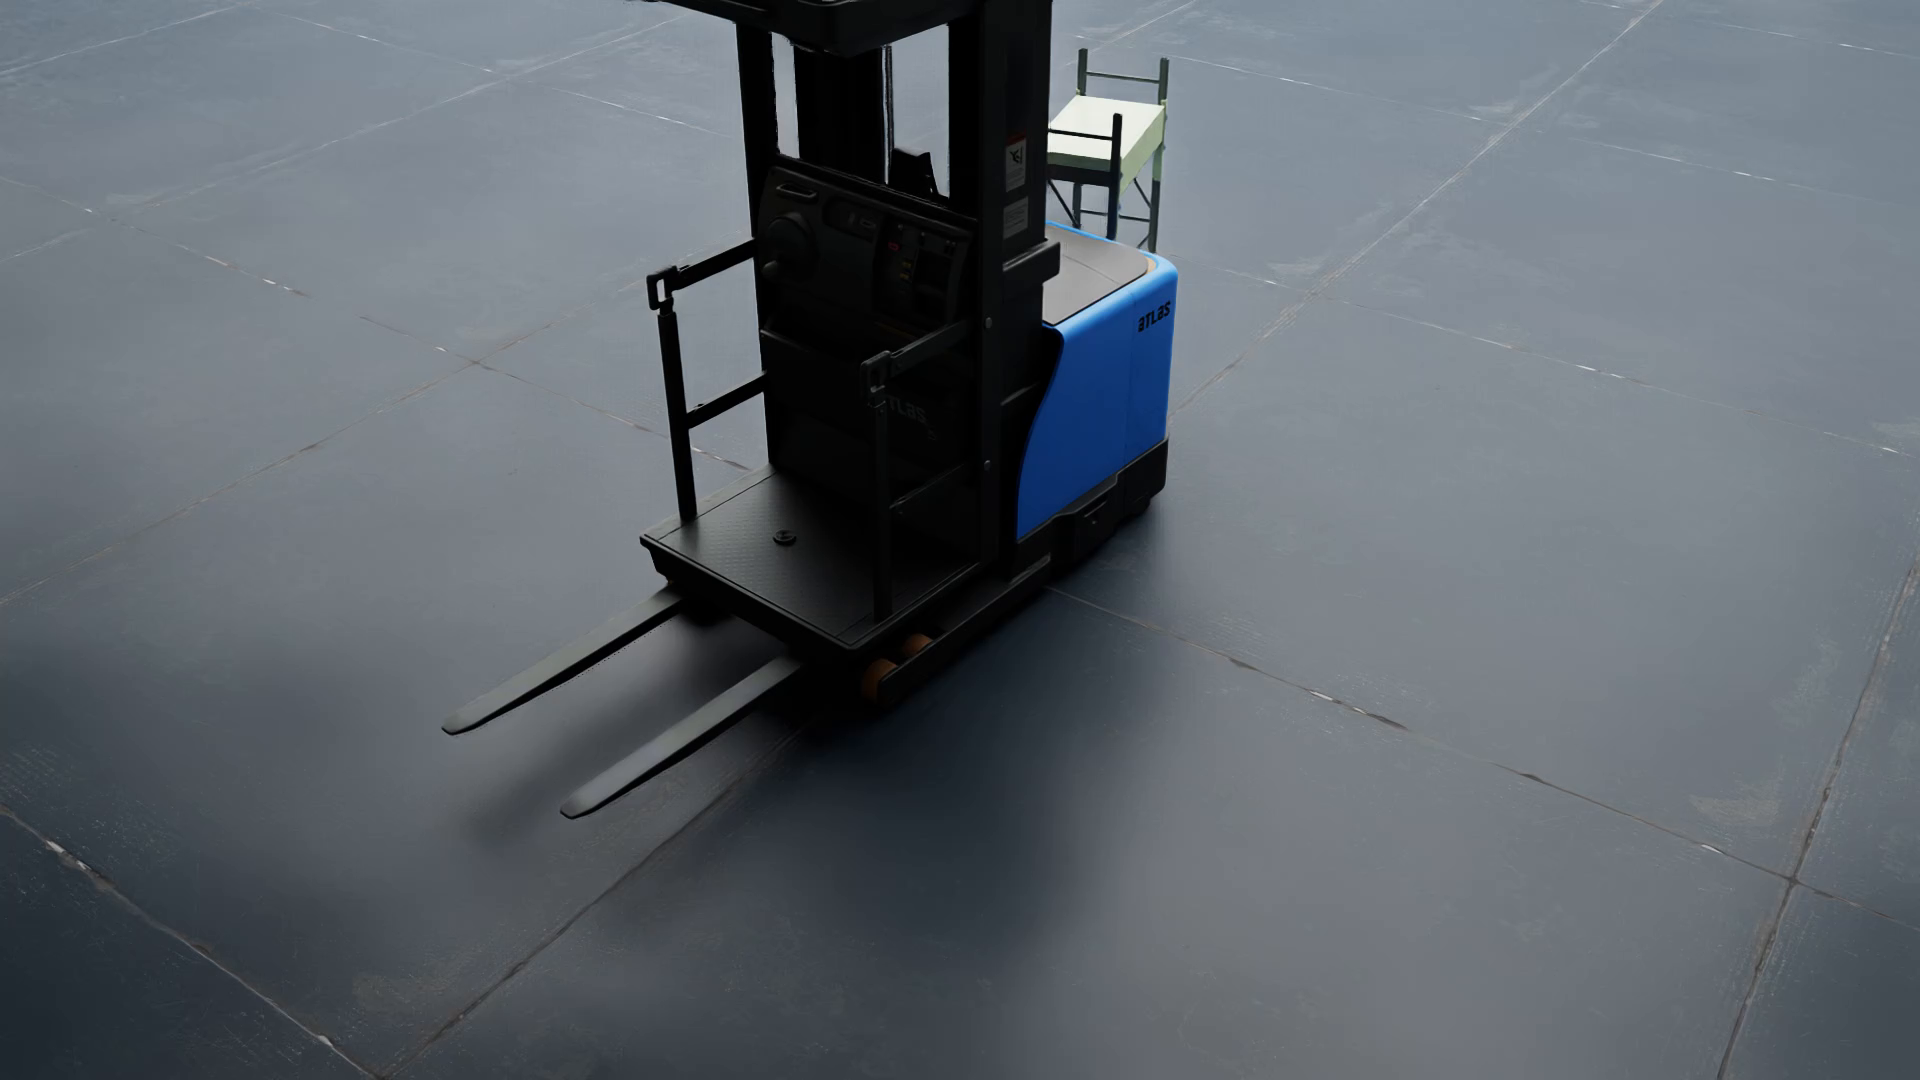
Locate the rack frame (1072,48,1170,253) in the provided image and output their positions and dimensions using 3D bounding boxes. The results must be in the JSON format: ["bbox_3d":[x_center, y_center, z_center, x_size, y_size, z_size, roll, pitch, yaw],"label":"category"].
[{"bbox_3d":[0.707,-1.479,7.598,0.400,1.500,0.023,12,36,17],"label":"rack frame"}]

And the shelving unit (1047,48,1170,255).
[{"bbox_3d":[0.579,-1.287,7.314,0.431,1.500,0.755,12,36,17],"label":"shelving unit"}]

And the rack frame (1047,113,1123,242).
[{"bbox_3d":[0.452,-1.094,7.030,0.400,1.500,0.023,12,36,17],"label":"rack frame"}]

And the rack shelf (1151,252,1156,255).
[{"bbox_3d":[0.579,-1.016,7.496,0.431,0.370,0.720,12,36,17],"label":"rack shelf"}]

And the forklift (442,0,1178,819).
[{"bbox_3d":[-0.471,-0.945,5.531,1.130,2.935,3.031,25,41,32],"label":"forklift"}]

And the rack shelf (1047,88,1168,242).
[{"bbox_3d":[0.579,-1.610,7.095,0.431,0.370,0.720,12,36,17],"label":"rack shelf"}]
